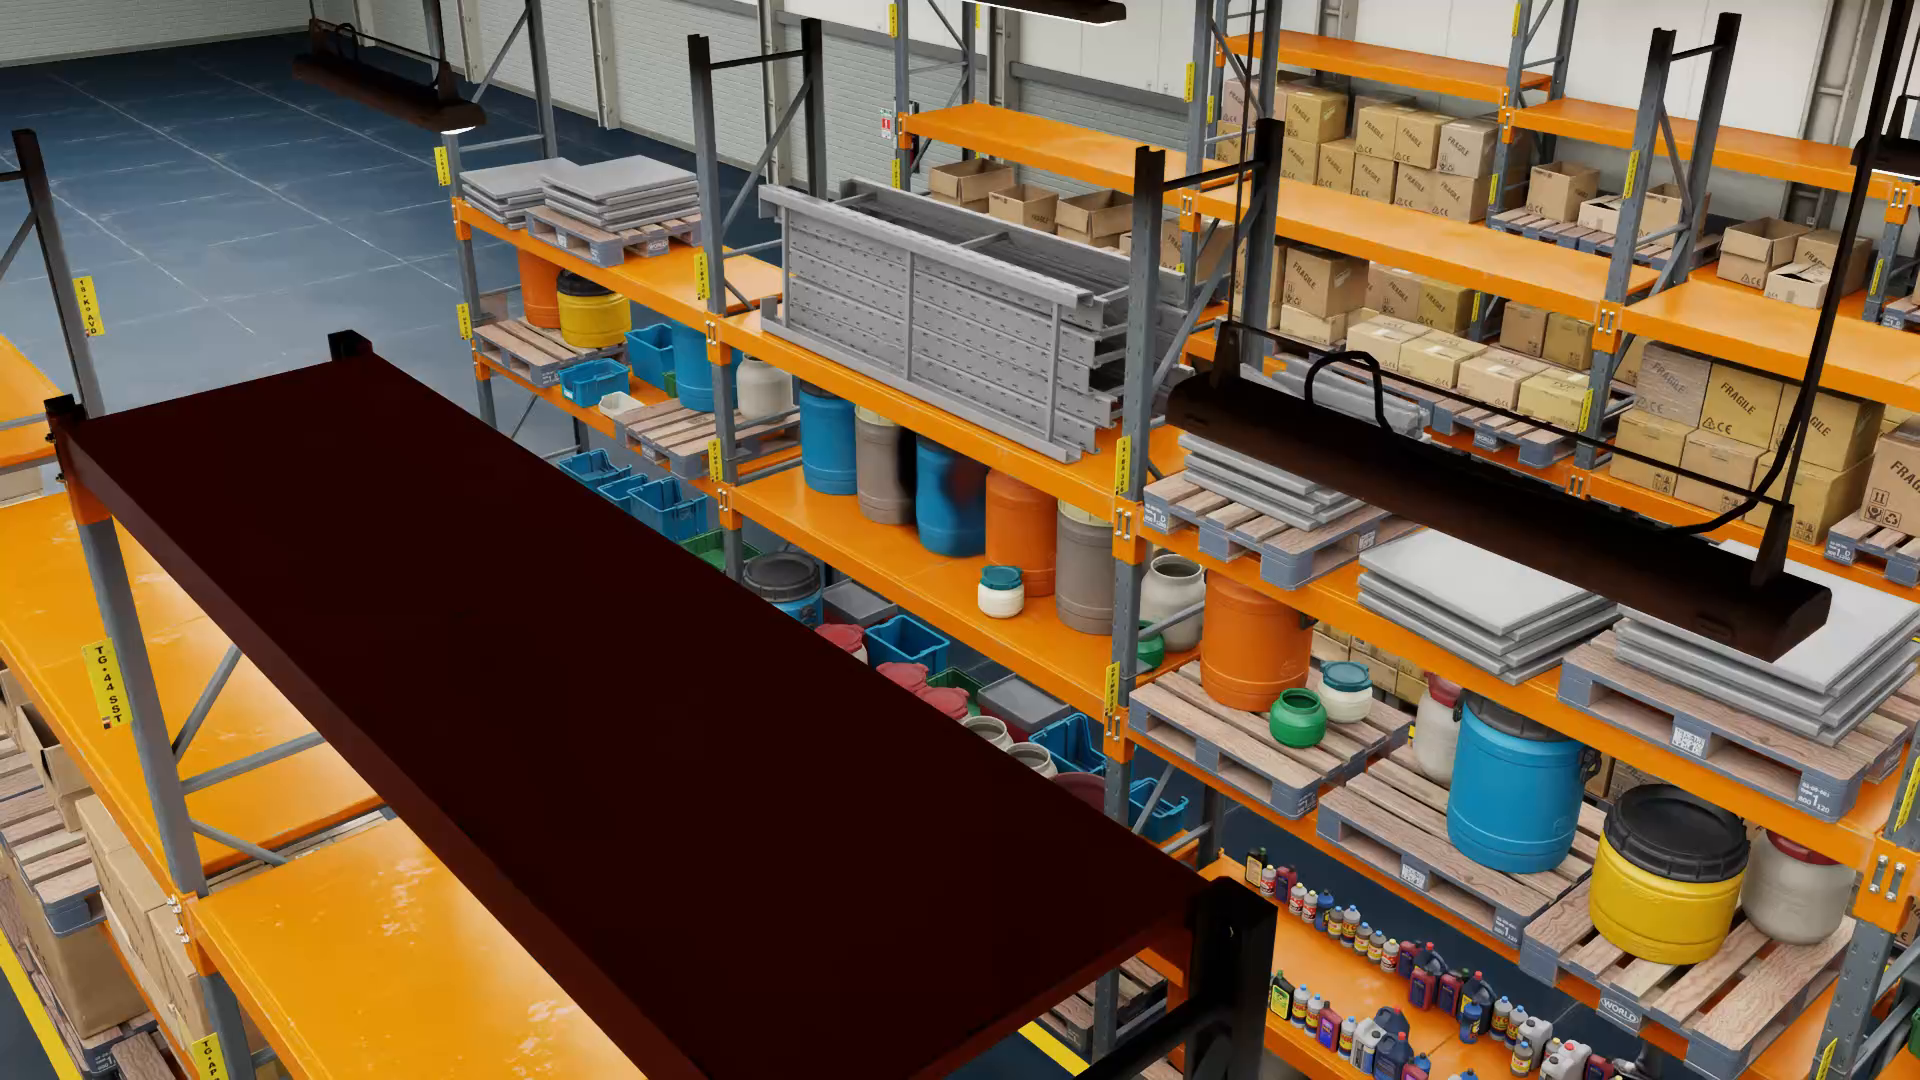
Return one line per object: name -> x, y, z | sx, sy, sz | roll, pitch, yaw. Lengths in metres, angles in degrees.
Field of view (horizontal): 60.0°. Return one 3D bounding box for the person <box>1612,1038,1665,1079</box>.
person -> 4.575, 2.842, 10.257 | 0.434, 1.551, 0.823 | -23, 35, -37
